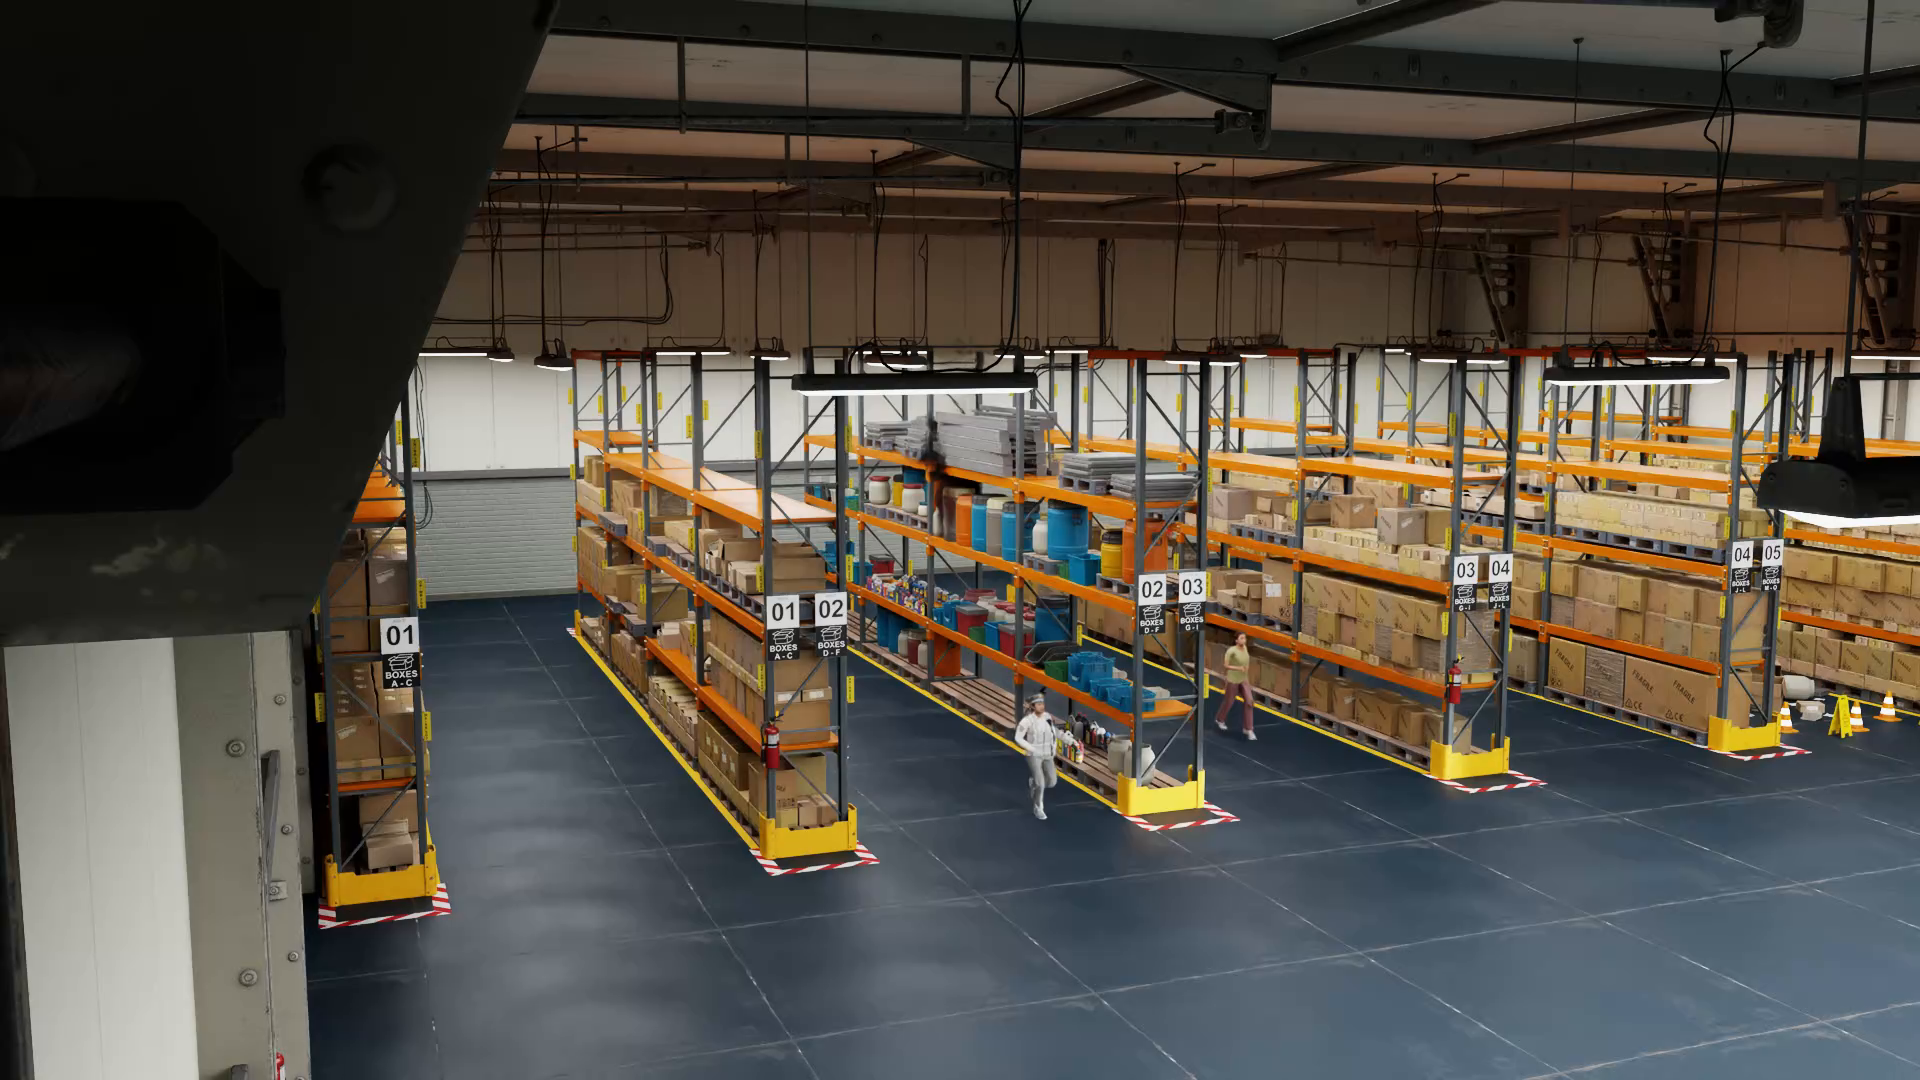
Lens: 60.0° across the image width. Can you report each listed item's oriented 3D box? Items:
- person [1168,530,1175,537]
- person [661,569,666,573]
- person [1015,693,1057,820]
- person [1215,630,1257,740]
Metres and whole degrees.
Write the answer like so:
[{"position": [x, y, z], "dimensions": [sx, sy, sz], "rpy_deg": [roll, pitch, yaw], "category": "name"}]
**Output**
[{"position": [4.867, 0.596, 39.204], "dimensions": [0.702, 1.779, 0.640], "rpy_deg": [0, 7, 1], "category": "person"}, {"position": [-6.453, 1.081, 35.888], "dimensions": [0.550, 1.602, 0.632], "rpy_deg": [7, 10, 42], "category": "person"}, {"position": [1.021, 2.817, 21.835], "dimensions": [0.662, 1.661, 0.513], "rpy_deg": [-5, 8, -33], "category": "person"}, {"position": [4.335, 2.253, 26.192], "dimensions": [0.529, 1.679, 0.887], "rpy_deg": [-3, 8, -24], "category": "person"}]
